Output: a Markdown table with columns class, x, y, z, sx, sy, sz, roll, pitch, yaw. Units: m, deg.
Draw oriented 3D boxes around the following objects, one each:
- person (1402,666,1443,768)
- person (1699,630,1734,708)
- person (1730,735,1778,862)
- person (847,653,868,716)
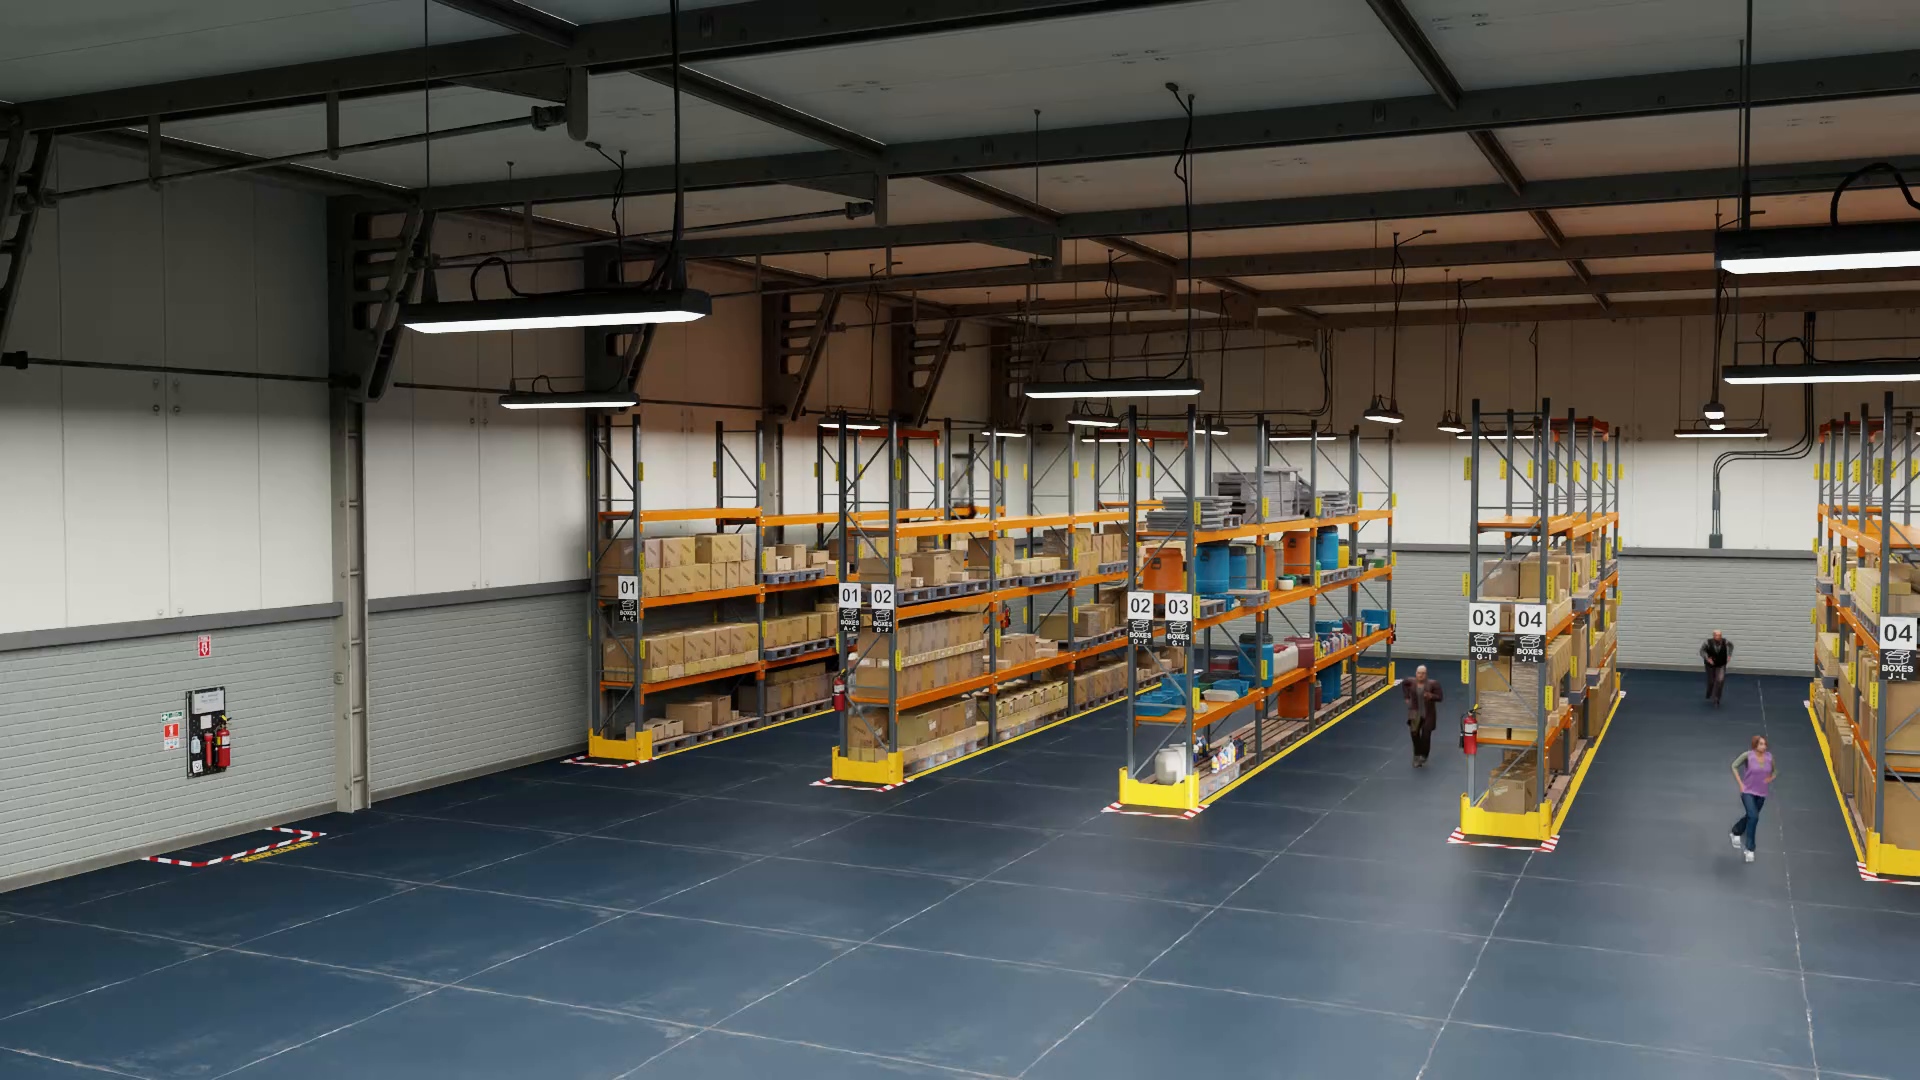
| class | x | y | z | sx | sy | sz | roll | pitch | yaw |
| --- | --- | --- | --- | --- | --- | --- | --- | --- | --- |
| person | 7.804 | 2.973 | 28.094 | 0.691 | 1.737 | 0.989 | 1 | 2 | 19 |
| person | 16.200 | 2.733 | 35.686 | 0.695 | 1.678 | 1.008 | 1 | 2 | 13 |
| person | 10.331 | 3.323 | 21.662 | 0.531 | 1.627 | 0.758 | 0 | 2 | -4 |
| person | -1.874 | 2.910 | 30.630 | 0.651 | 1.708 | 0.760 | 1 | 3 | 23 |
